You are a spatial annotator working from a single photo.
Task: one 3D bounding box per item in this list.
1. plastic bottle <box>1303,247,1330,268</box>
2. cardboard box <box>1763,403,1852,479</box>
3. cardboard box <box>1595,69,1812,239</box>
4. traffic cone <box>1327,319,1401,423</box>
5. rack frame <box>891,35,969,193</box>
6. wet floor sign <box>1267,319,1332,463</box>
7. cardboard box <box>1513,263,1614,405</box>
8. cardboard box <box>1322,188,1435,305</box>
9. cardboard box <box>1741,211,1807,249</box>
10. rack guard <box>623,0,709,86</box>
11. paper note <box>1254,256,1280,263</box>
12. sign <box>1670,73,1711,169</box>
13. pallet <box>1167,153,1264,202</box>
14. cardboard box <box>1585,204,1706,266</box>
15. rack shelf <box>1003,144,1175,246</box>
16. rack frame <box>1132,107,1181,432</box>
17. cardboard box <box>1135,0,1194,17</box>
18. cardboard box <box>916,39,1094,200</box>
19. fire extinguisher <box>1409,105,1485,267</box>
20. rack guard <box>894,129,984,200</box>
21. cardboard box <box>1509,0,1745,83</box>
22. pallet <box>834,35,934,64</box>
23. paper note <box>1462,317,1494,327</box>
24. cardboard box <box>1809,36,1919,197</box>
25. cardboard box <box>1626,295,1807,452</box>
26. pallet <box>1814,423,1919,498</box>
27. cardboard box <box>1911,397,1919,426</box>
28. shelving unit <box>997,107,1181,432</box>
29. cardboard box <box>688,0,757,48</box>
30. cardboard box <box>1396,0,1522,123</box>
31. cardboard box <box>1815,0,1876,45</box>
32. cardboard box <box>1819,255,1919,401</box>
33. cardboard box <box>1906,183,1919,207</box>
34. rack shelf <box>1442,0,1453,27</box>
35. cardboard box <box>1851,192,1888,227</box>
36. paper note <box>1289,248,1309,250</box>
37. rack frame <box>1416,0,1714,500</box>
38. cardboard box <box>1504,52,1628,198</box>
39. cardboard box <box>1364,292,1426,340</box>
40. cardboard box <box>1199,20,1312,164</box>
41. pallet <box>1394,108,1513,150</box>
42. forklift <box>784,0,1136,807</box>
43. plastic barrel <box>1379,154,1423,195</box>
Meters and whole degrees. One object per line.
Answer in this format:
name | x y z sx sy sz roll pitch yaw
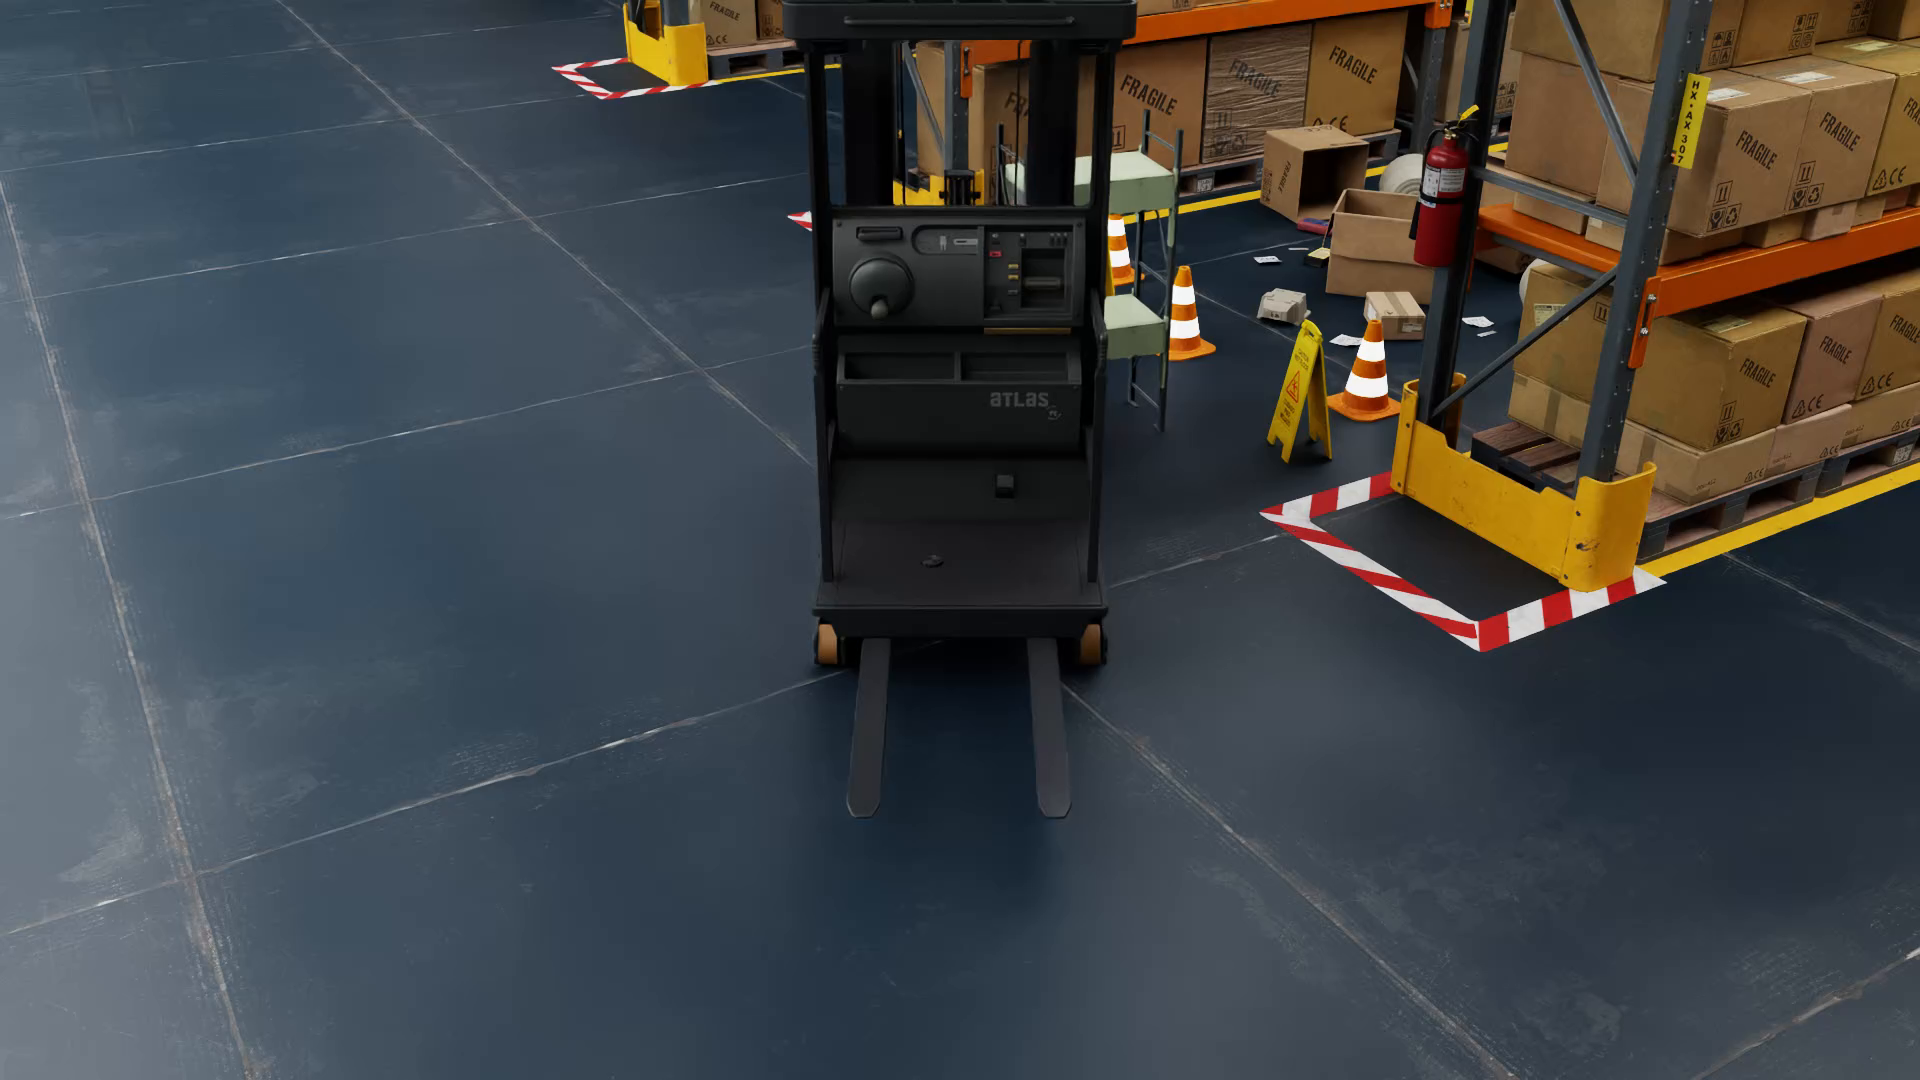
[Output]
plastic bottle | 2.276 -1.777 10.406 0.133 0.061 0.283 22 36 34
cardboard box | 3.626 -0.536 7.529 0.500 0.250 0.500 -15 32 -25
cardboard box | 2.895 -1.527 6.501 0.500 0.500 0.500 -16 33 -27
traffic cone | 2.064 -0.884 8.373 0.334 0.463 0.336 -16 33 -26
rack frame | -0.249 -3.390 10.288 0.127 3.000 1.000 -16 33 -26
wet floor sign | 1.640 -0.721 7.888 0.232 0.644 0.267 -5 29 -9
cardboard box | 2.905 -0.965 7.530 0.500 0.500 0.500 -16 33 -26
cardboard box | 2.578 -1.744 9.889 0.797 0.503 0.637 10 30 17
cardboard box | 3.224 -1.338 6.830 0.250 0.149 0.380 -17 33 -28
rack guard | -2.609 -4.405 14.714 0.348 0.500 1.175 -16 33 -26
paper note | 1.928 -1.755 10.401 0.142 0.017 0.144 -5 29 -9
sign | 2.621 -1.505 5.977 0.005 0.325 0.100 -16 33 -26
pallet | 1.452 -2.694 11.913 1.213 0.211 1.003 -16 33 -26
cardboard box | 2.744 -1.239 6.651 0.250 0.149 0.380 -16 33 -26
rack shelf | 0.585 -1.591 7.773 0.720 0.370 0.431 -6 29 -11
rack frame | 0.942 -1.288 8.031 0.023 1.500 0.400 -6 29 -11
cardboard box | 1.058 -3.793 10.864 0.550 0.550 0.875 -16 33 -26
cardboard box | 0.303 -2.837 11.050 0.875 0.875 0.875 -16 33 -26
fire extinguisher | 2.014 -1.482 6.912 0.183 0.674 0.296 -16 33 -26
rack guard | -0.269 -2.289 10.881 0.348 0.500 1.175 -16 33 -26
cardboard box | 2.676 -2.180 6.650 0.500 0.500 0.700 -17 33 -28
pallet | -0.840 -4.759 15.655 1.213 0.211 1.003 -16 33 -26
paper note | 2.961 -1.253 9.501 0.142 0.019 0.148 -5 29 -9
cardboard box | 3.779 -1.780 6.960 0.500 0.500 0.500 -17 33 -27
cardboard box | 3.202 -0.749 7.138 0.500 0.500 0.500 -17 33 -28
pallet | 4.181 -0.631 8.175 1.213 0.211 1.003 -16 33 -26
cardboard box | 4.527 -0.798 8.002 0.500 0.250 0.500 -15 32 -26
shelving unit | 0.585 -1.249 7.961 0.755 1.500 0.431 -6 29 -11
cardboard box | -2.127 -4.716 14.843 0.500 0.500 0.500 -10 30 -17
cardboard box | 3.690 -3.757 12.847 0.750 0.750 1.050 -16 33 -27
cardboard box | 3.504 -2.469 7.172 0.500 0.500 0.700 -16 33 -27
cardboard box | 4.087 -0.998 7.589 0.500 0.500 0.500 -15 32 -25
cardboard box | 4.112 -1.600 7.305 0.250 0.149 0.380 -17 33 -28
rack shelf | 4.924 -4.543 13.123 4.000 0.370 1.077 -16 33 -26
cardboard box | 3.673 -1.458 7.048 0.250 0.149 0.380 -15 32 -25
paper note | 2.160 -1.857 10.604 0.123 0.001 0.032 0 29 0
rack frame | 2.346 -1.352 6.596 0.127 3.000 1.000 -16 33 -26
cardboard box | 2.675 -1.774 6.949 0.500 0.500 0.500 -16 33 -27
cardboard box | 2.452 -1.266 9.391 0.250 0.149 0.380 0 29 0
cardboard box | 1.847 -3.275 11.845 0.875 0.875 0.875 -16 33 -26
pallet | 3.827 -3.368 13.135 1.213 0.211 1.003 -16 33 -26
forklift | -0.001 -0.979 5.990 1.130 2.935 3.031 0 29 0
plastic barrel | 2.999 -2.324 11.023 0.421 0.421 0.512 5 29 8
